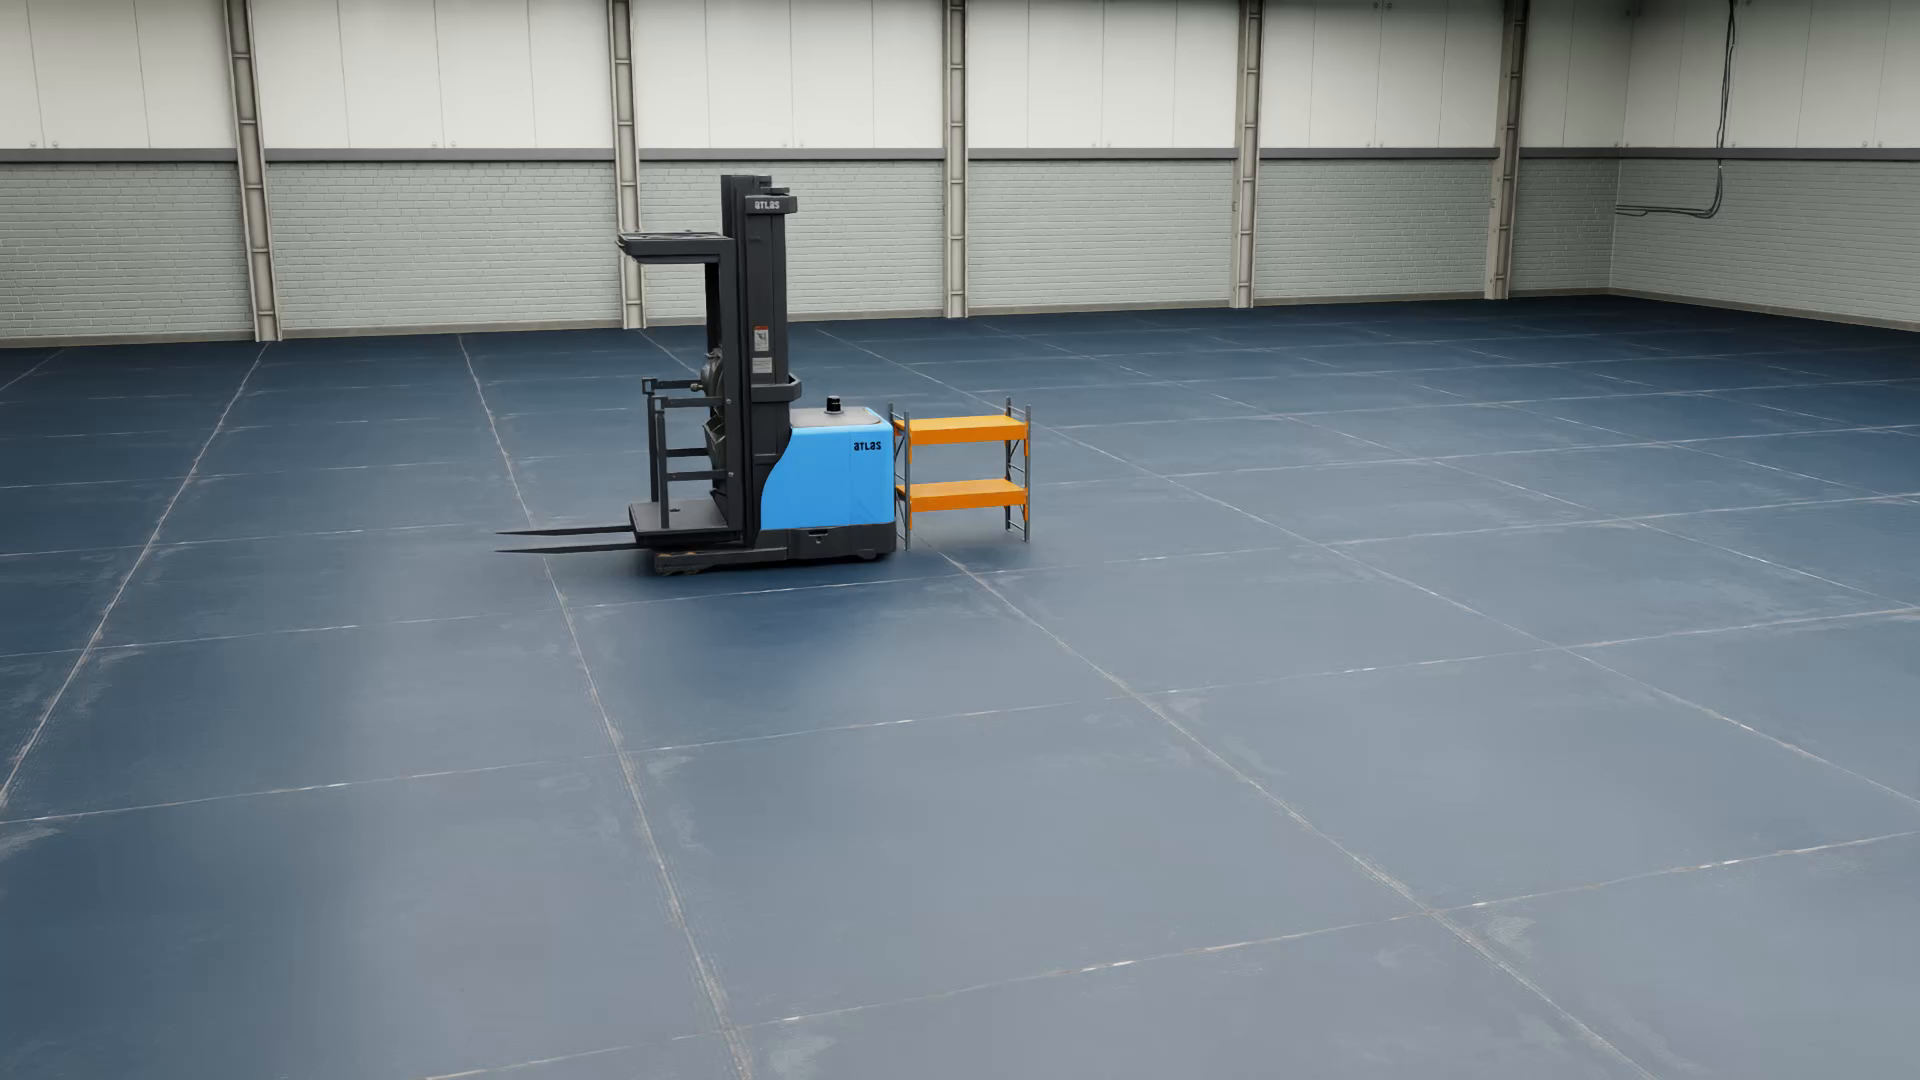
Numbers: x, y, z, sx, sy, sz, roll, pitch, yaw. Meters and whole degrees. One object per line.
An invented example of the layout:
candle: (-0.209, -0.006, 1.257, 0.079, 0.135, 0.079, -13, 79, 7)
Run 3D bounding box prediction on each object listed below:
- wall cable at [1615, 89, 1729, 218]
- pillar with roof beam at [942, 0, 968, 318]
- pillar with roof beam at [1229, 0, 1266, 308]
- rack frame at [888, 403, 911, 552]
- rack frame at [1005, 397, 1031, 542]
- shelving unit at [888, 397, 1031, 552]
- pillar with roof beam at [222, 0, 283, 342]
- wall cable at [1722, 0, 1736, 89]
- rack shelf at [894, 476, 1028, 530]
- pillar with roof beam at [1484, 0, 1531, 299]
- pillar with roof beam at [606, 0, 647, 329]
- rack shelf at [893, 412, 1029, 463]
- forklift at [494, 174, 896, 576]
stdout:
wall cable: (14.501, -7.882, 34.043, 0.112, 2.526, 3.097, -4, 14, -18)
pillar with roof beam: (1.287, -7.635, 26.296, 0.400, 9.000, 9.100, -4, 14, -18)
pillar with roof beam: (6.973, -8.078, 28.158, 0.400, 9.000, 9.100, -4, 14, -18)
rack frame: (-0.488, -0.509, 13.353, 0.032, 1.125, 0.500, -4, 14, -18)
rack frame: (0.475, -0.584, 13.668, 0.032, 1.125, 0.500, -4, 14, -18)
shelving unit: (-0.006, -0.547, 13.511, 1.048, 1.125, 0.538, -4, 14, -18)
pillar with roof beam: (-10.087, -6.750, 22.573, 0.400, 9.000, 9.100, -4, 14, -18)
wall cable: (15.364, -9.746, 30.964, 0.112, 2.526, 3.097, -4, 14, -18)
rack shelf: (-0.006, -0.309, 13.567, 1.000, 0.278, 0.538, -4, 14, -18)
pillar with roof beam: (12.660, -8.521, 30.019, 0.400, 9.000, 9.100, -4, 14, -18)
pillar with roof beam: (-4.400, -7.192, 24.434, 0.400, 9.000, 9.100, -4, 14, -18)
rack shelf: (-0.006, -0.831, 13.443, 1.000, 0.278, 0.538, -4, 14, -18)
forklift: (-2.074, -1.290, 12.731, 3.031, 2.935, 1.130, -3, 14, -14)
